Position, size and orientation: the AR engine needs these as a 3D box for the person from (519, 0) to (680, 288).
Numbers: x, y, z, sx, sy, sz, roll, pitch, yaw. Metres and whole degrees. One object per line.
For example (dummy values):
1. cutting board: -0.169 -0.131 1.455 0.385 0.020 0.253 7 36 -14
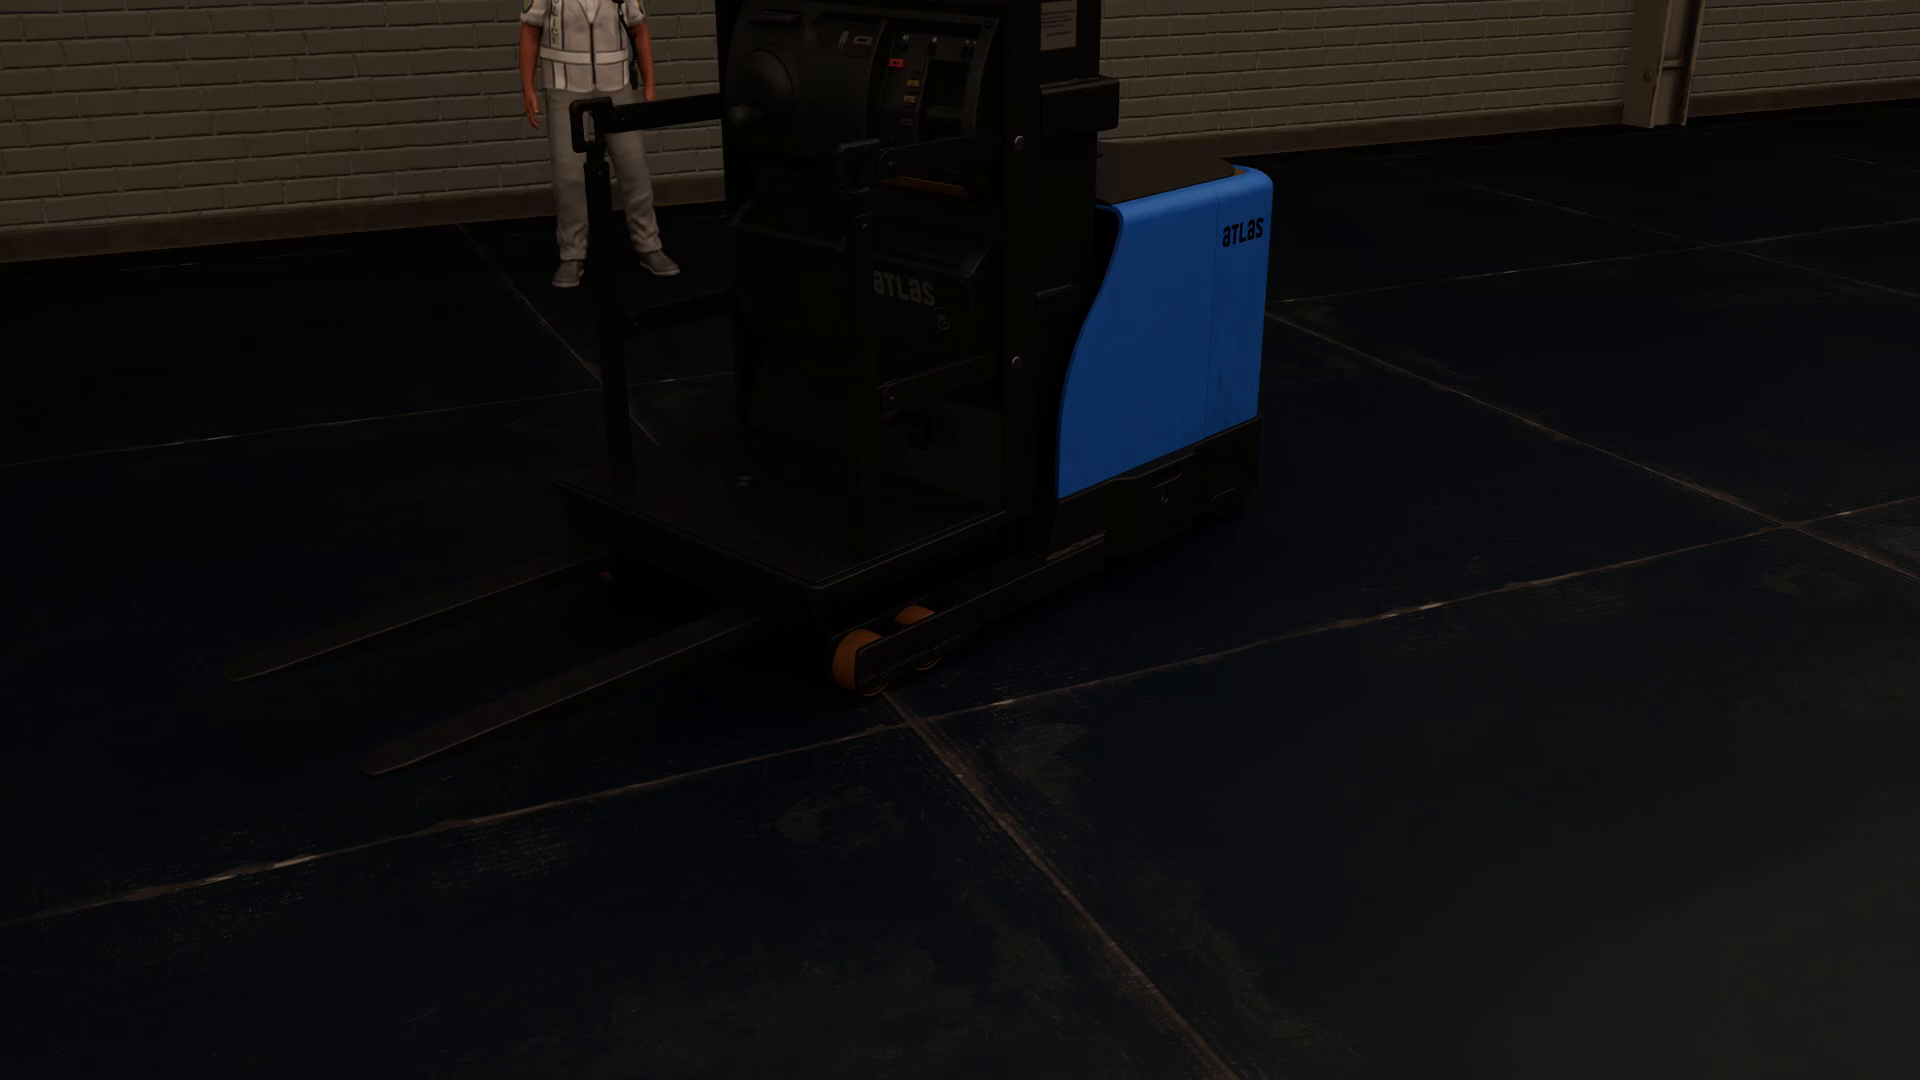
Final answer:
1. person: -1.754 -2.130 7.958 0.663 1.752 0.465 -9 24 -21

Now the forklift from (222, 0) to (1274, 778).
1. forklift: -0.413 -1.182 4.131 1.130 2.935 3.031 19 29 39
